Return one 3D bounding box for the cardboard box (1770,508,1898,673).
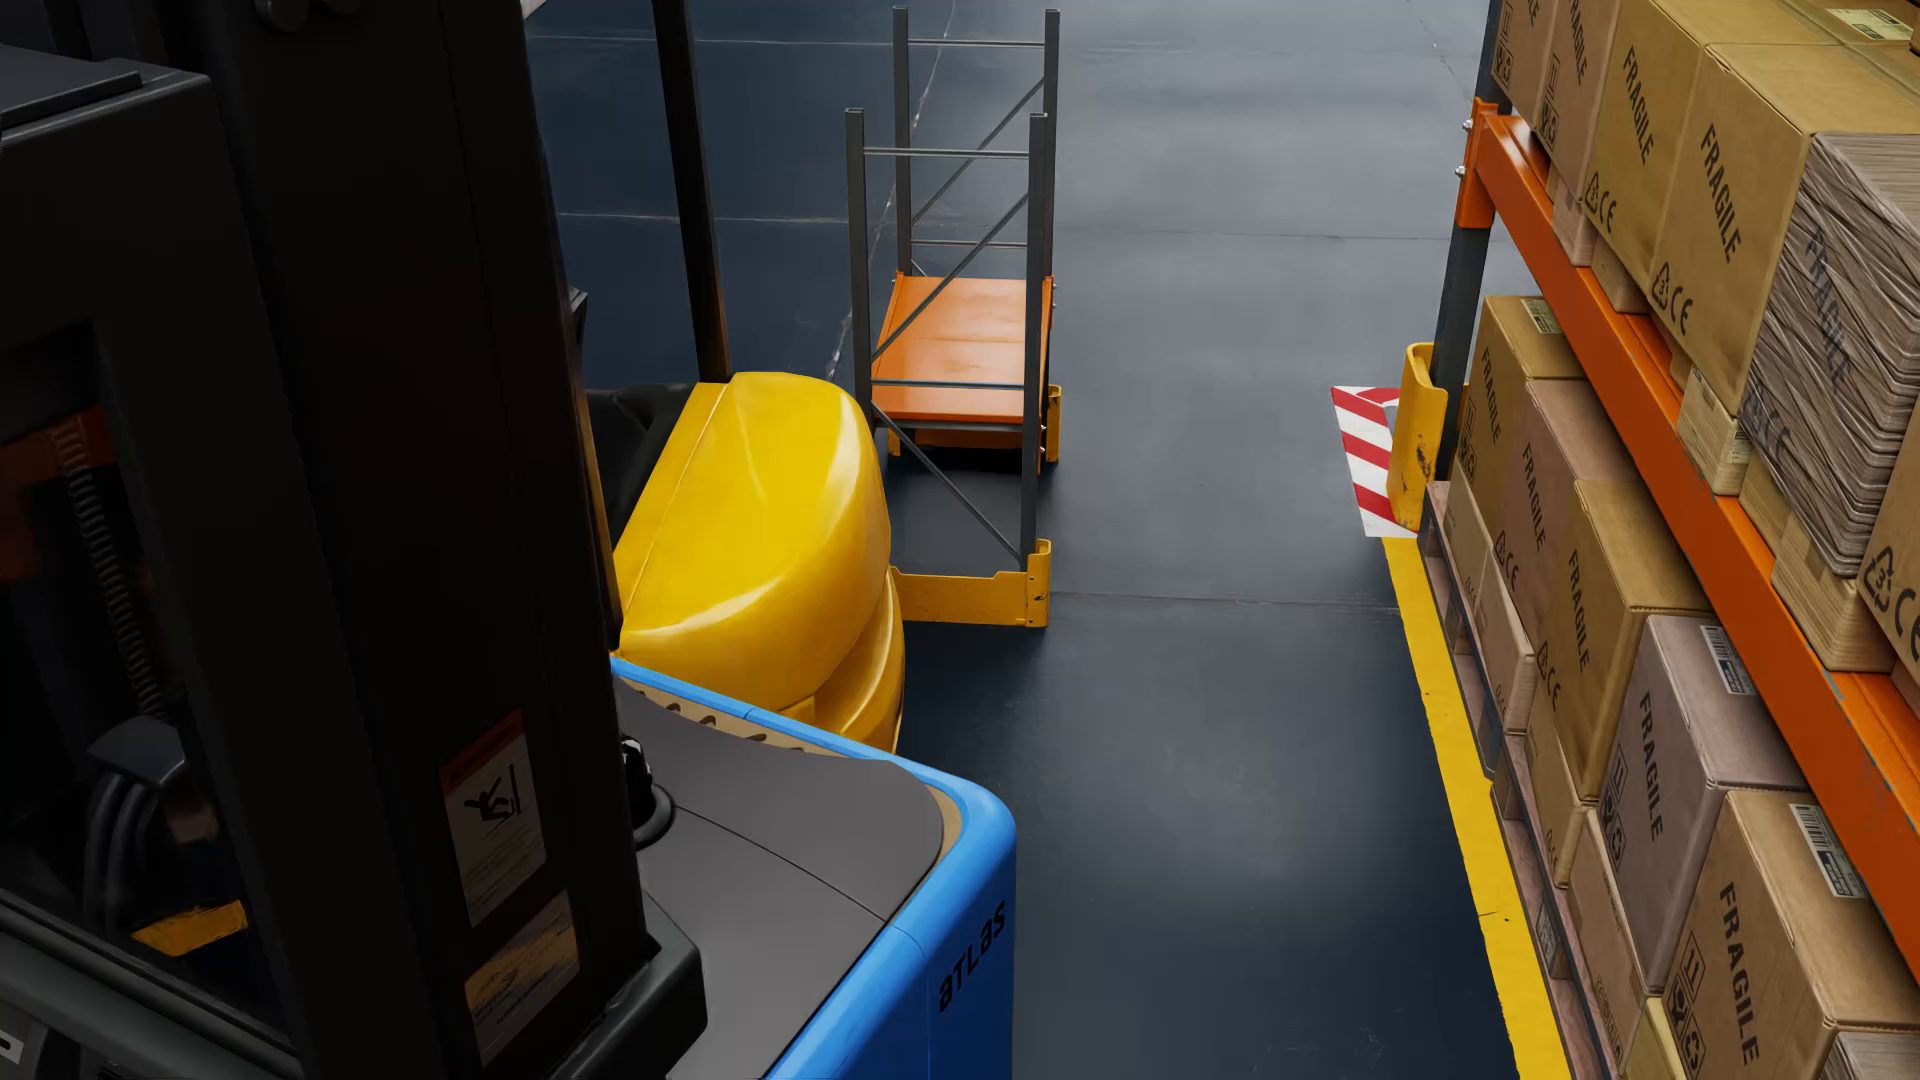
[{"bbox_3d":[1.475,0.075,2.509,0.380,0.149,0.250,2,32,3],"label":"cardboard box"}]

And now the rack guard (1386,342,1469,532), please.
[{"bbox_3d":[1.992,-0.307,5.272,1.175,0.500,0.348,2,32,4],"label":"rack guard"}]

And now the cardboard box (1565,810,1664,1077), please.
[{"bbox_3d":[1.532,0.807,3.302,0.500,0.250,0.500,3,32,5],"label":"cardboard box"}]

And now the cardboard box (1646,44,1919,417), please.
[{"bbox_3d":[1.571,-0.541,2.890,0.500,0.500,0.500,2,32,3],"label":"cardboard box"}]

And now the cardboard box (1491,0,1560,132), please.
[{"bbox_3d":[1.683,-1.345,4.194,0.500,0.500,0.500,2,32,3],"label":"cardboard box"}]

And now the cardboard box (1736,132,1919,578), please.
[{"bbox_3d":[1.534,-0.273,2.455,0.500,0.500,0.500,3,32,5],"label":"cardboard box"}]

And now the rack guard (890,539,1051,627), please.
[{"bbox_3d":[-0.034,0.114,4.827,0.587,0.250,0.087,2,32,4],"label":"rack guard"}]

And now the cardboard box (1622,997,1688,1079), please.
[{"bbox_3d":[1.486,1.073,2.871,0.500,0.250,0.500,2,32,3],"label":"cardboard box"}]

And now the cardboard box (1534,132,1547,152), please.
[{"bbox_3d":[1.764,-1.136,4.473,0.380,0.149,0.250,3,32,4],"label":"cardboard box"}]

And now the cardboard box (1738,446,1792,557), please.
[{"bbox_3d":[1.525,-0.058,2.724,0.380,0.149,0.250,2,32,3],"label":"cardboard box"}]

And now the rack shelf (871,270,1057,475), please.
[{"bbox_3d":[0.007,-0.530,5.023,0.538,0.185,1.000,2,32,4],"label":"rack shelf"}]

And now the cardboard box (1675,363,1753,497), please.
[{"bbox_3d":[1.510,-0.194,2.945,0.380,0.149,0.250,3,32,4],"label":"cardboard box"}]

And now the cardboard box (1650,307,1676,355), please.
[{"bbox_3d":[1.640,-0.459,3.376,0.380,0.149,0.250,3,32,6],"label":"cardboard box"}]

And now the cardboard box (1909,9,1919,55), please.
[{"bbox_3d":[2.008,-0.939,2.583,0.700,0.500,0.500,2,32,4],"label":"cardboard box"}]

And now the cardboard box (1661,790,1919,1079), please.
[{"bbox_3d":[1.493,0.766,2.654,0.500,0.500,0.500,3,32,5],"label":"cardboard box"}]

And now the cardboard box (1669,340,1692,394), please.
[{"bbox_3d":[1.589,-0.323,3.154,0.380,0.149,0.250,2,32,3],"label":"cardboard box"}]

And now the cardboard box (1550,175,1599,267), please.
[{"bbox_3d":[1.589,-0.737,3.826,0.380,0.149,0.250,3,32,5],"label":"cardboard box"}]

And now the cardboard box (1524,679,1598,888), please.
[{"bbox_3d":[1.576,0.543,3.730,0.500,0.250,0.500,5,32,7],"label":"cardboard box"}]

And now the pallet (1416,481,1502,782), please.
[{"bbox_3d":[1.891,0.239,4.661,1.003,0.211,1.213,2,32,4],"label":"pallet"}]

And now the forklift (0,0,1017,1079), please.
[{"bbox_3d":[-1.039,0.621,1.449,1.130,2.935,3.031,16,35,24],"label":"forklift"}]

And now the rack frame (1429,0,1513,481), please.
[{"bbox_3d":[1.998,-1.411,4.681,1.000,3.000,0.127,2,32,4],"label":"rack frame"}]

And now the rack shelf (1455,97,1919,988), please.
[{"bbox_3d":[1.836,-0.059,3.173,1.077,0.370,4.000,2,32,4],"label":"rack shelf"}]

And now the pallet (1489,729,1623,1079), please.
[{"bbox_3d":[1.789,0.875,3.629,1.003,0.211,1.213,2,32,4],"label":"pallet"}]

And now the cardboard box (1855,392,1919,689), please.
[{"bbox_3d":[1.496,-0.001,2.014,0.500,0.500,0.500,3,32,6],"label":"cardboard box"}]

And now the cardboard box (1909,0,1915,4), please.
[{"bbox_3d":[2.139,-0.762,3.248,0.500,0.500,0.500,2,32,4],"label":"cardboard box"}]

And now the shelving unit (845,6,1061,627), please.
[{"bbox_3d":[0.006,-0.678,4.921,0.587,1.500,1.083,2,32,4],"label":"shelving unit"}]

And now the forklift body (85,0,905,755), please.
[{"bbox_3d":[-1.285,-0.191,3.509,2.313,2.155,1.214,2,32,4],"label":"forklift body"}]

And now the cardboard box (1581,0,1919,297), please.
[{"bbox_3d":[1.604,-0.807,3.322,0.500,0.500,0.500,2,32,3],"label":"cardboard box"}]

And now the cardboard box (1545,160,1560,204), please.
[{"bbox_3d":[1.656,-0.868,4.038,0.380,0.149,0.250,1,32,2],"label":"cardboard box"}]

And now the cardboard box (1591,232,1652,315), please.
[{"bbox_3d":[1.602,-0.600,3.604,0.380,0.149,0.250,3,32,5],"label":"cardboard box"}]

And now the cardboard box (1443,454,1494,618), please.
[{"bbox_3d":[1.657,-0.009,4.627,0.500,0.250,0.500,2,32,4],"label":"cardboard box"}]

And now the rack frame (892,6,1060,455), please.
[{"bbox_3d":[0.048,-0.949,5.360,0.500,1.500,0.032,2,32,4],"label":"rack frame"}]

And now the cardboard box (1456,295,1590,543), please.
[{"bbox_3d":[1.656,-0.316,4.410,0.500,0.500,0.500,1,32,2],"label":"cardboard box"}]

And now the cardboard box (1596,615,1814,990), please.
[{"bbox_3d":[1.534,0.499,3.087,0.500,0.500,0.500,4,32,7],"label":"cardboard box"}]

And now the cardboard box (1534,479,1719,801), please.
[{"bbox_3d":[1.569,0.219,3.541,0.500,0.500,0.500,3,32,5],"label":"cardboard box"}]

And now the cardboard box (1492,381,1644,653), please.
[{"bbox_3d":[1.618,-0.043,3.966,0.500,0.500,0.500,1,32,2],"label":"cardboard box"}]

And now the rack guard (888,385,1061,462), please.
[{"bbox_3d":[0.047,-0.407,5.672,0.587,0.250,0.087,2,32,4],"label":"rack guard"}]

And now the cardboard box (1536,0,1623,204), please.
[{"bbox_3d":[1.644,-1.074,3.754,0.500,0.500,0.500,3,32,5],"label":"cardboard box"}]

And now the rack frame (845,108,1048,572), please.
[{"bbox_3d":[-0.034,-0.417,4.498,0.500,1.500,0.032,2,32,4],"label":"rack frame"}]

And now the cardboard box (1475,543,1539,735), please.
[{"bbox_3d":[1.608,0.257,4.194,0.500,0.250,0.500,4,32,6],"label":"cardboard box"}]

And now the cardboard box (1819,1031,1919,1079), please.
[{"bbox_3d":[1.453,1.032,2.222,0.500,0.500,0.500,2,32,3],"label":"cardboard box"}]

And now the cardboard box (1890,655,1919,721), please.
[{"bbox_3d":[1.542,0.213,2.285,0.380,0.149,0.250,2,32,3],"label":"cardboard box"}]
